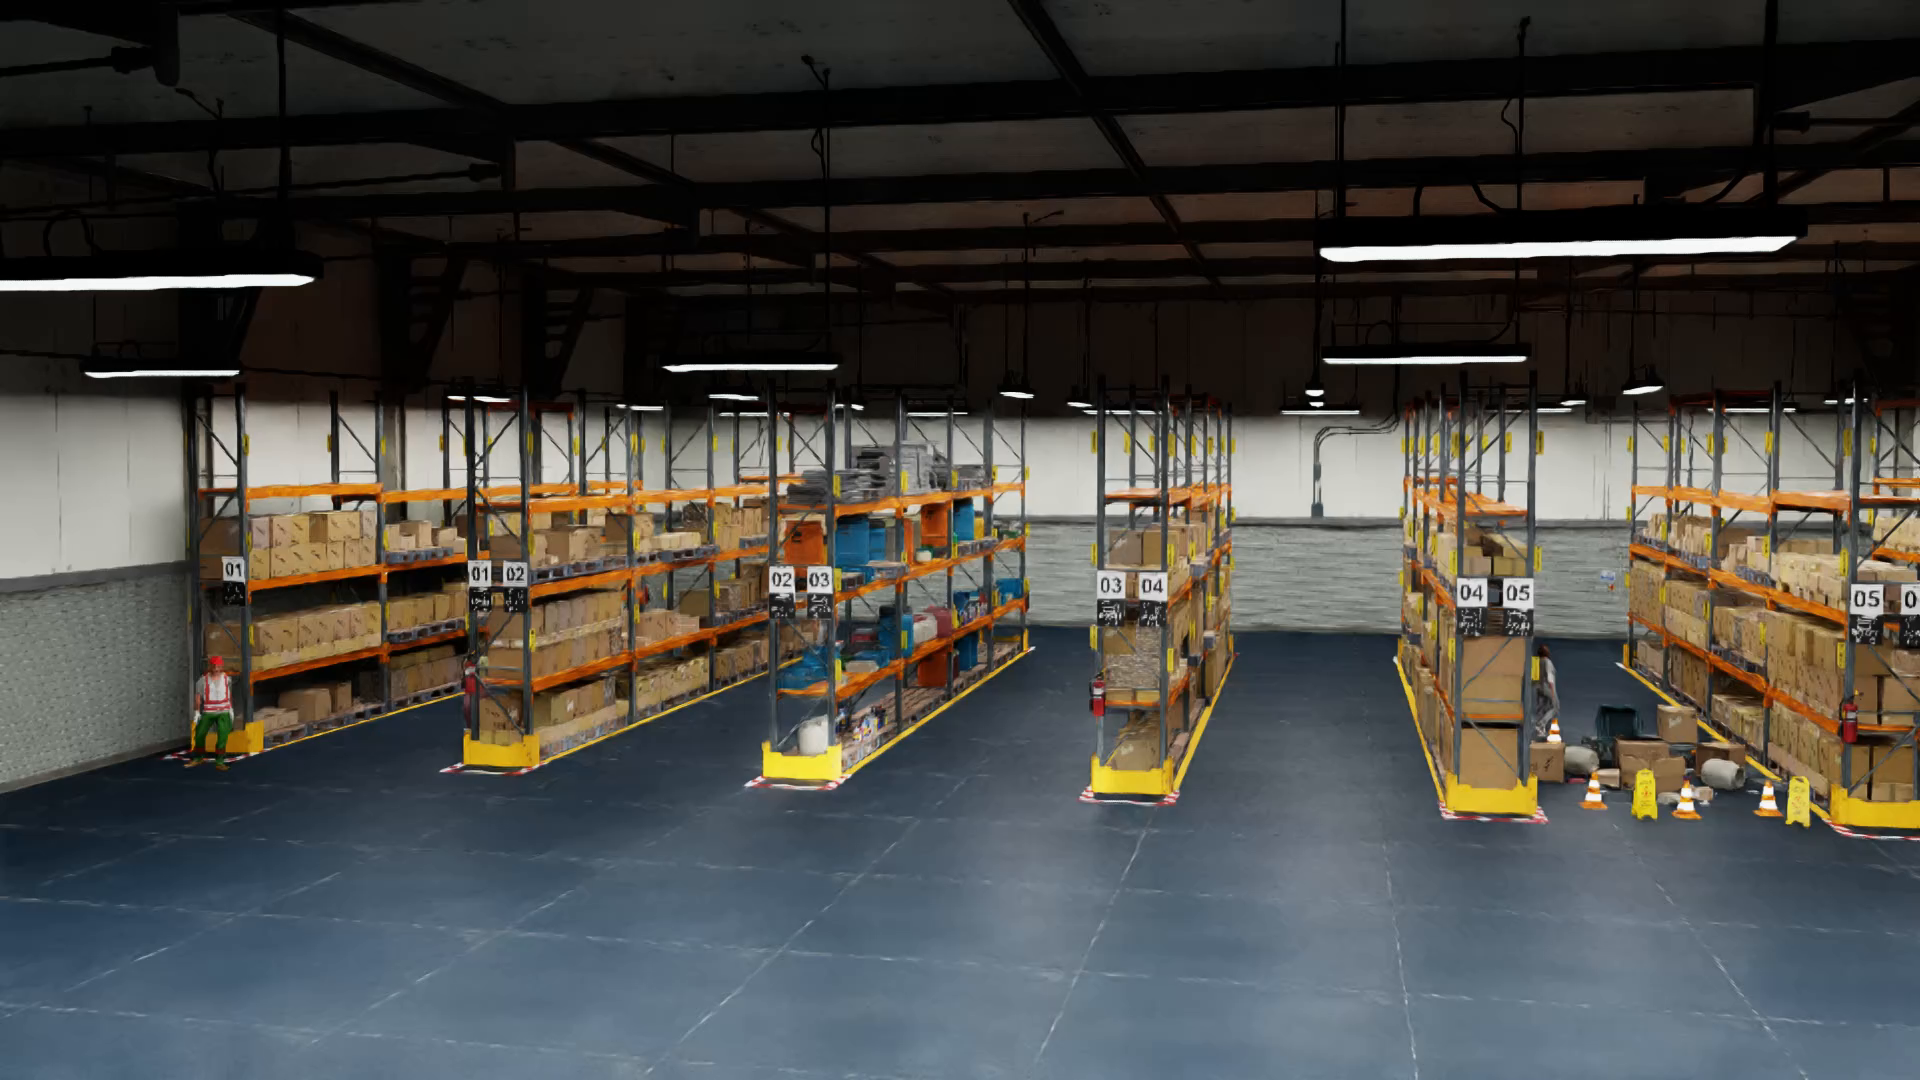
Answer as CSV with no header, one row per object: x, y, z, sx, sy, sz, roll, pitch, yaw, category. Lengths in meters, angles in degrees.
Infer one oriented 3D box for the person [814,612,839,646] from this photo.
-3.053,2.027,38.024,0.580,1.619,0.507,1,3,10,person

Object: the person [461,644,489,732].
-8.353,2.554,28.782,0.598,1.619,0.507,1,3,10,person

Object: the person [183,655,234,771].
-11.549,2.654,25.549,0.731,1.780,0.517,-2,4,-29,person

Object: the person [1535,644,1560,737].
9.977,2.581,28.388,0.407,1.594,0.459,-1,3,-18,person
